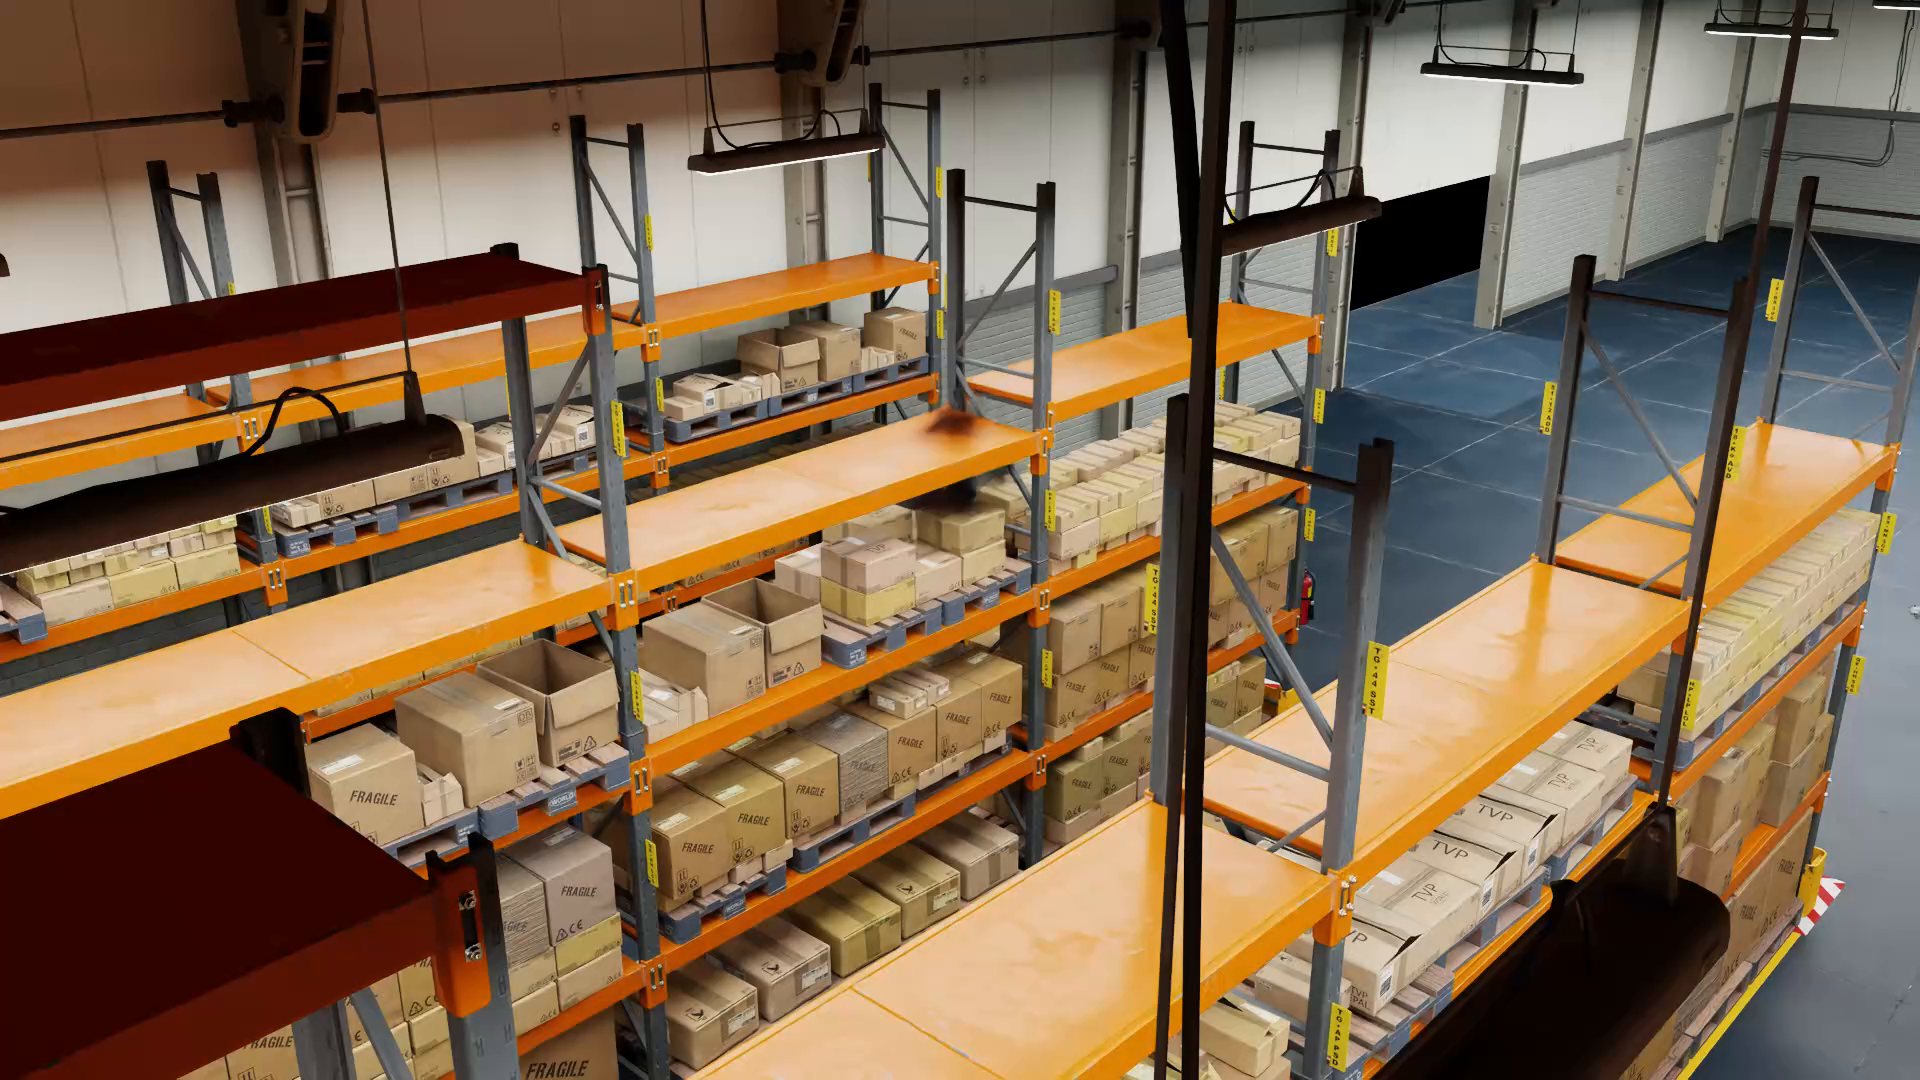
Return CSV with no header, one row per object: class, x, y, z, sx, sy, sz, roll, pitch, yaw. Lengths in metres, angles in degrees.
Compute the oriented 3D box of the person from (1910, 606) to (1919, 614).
person,11.487,0.199,19.097,0.572,1.685,0.932,-4,22,-11
